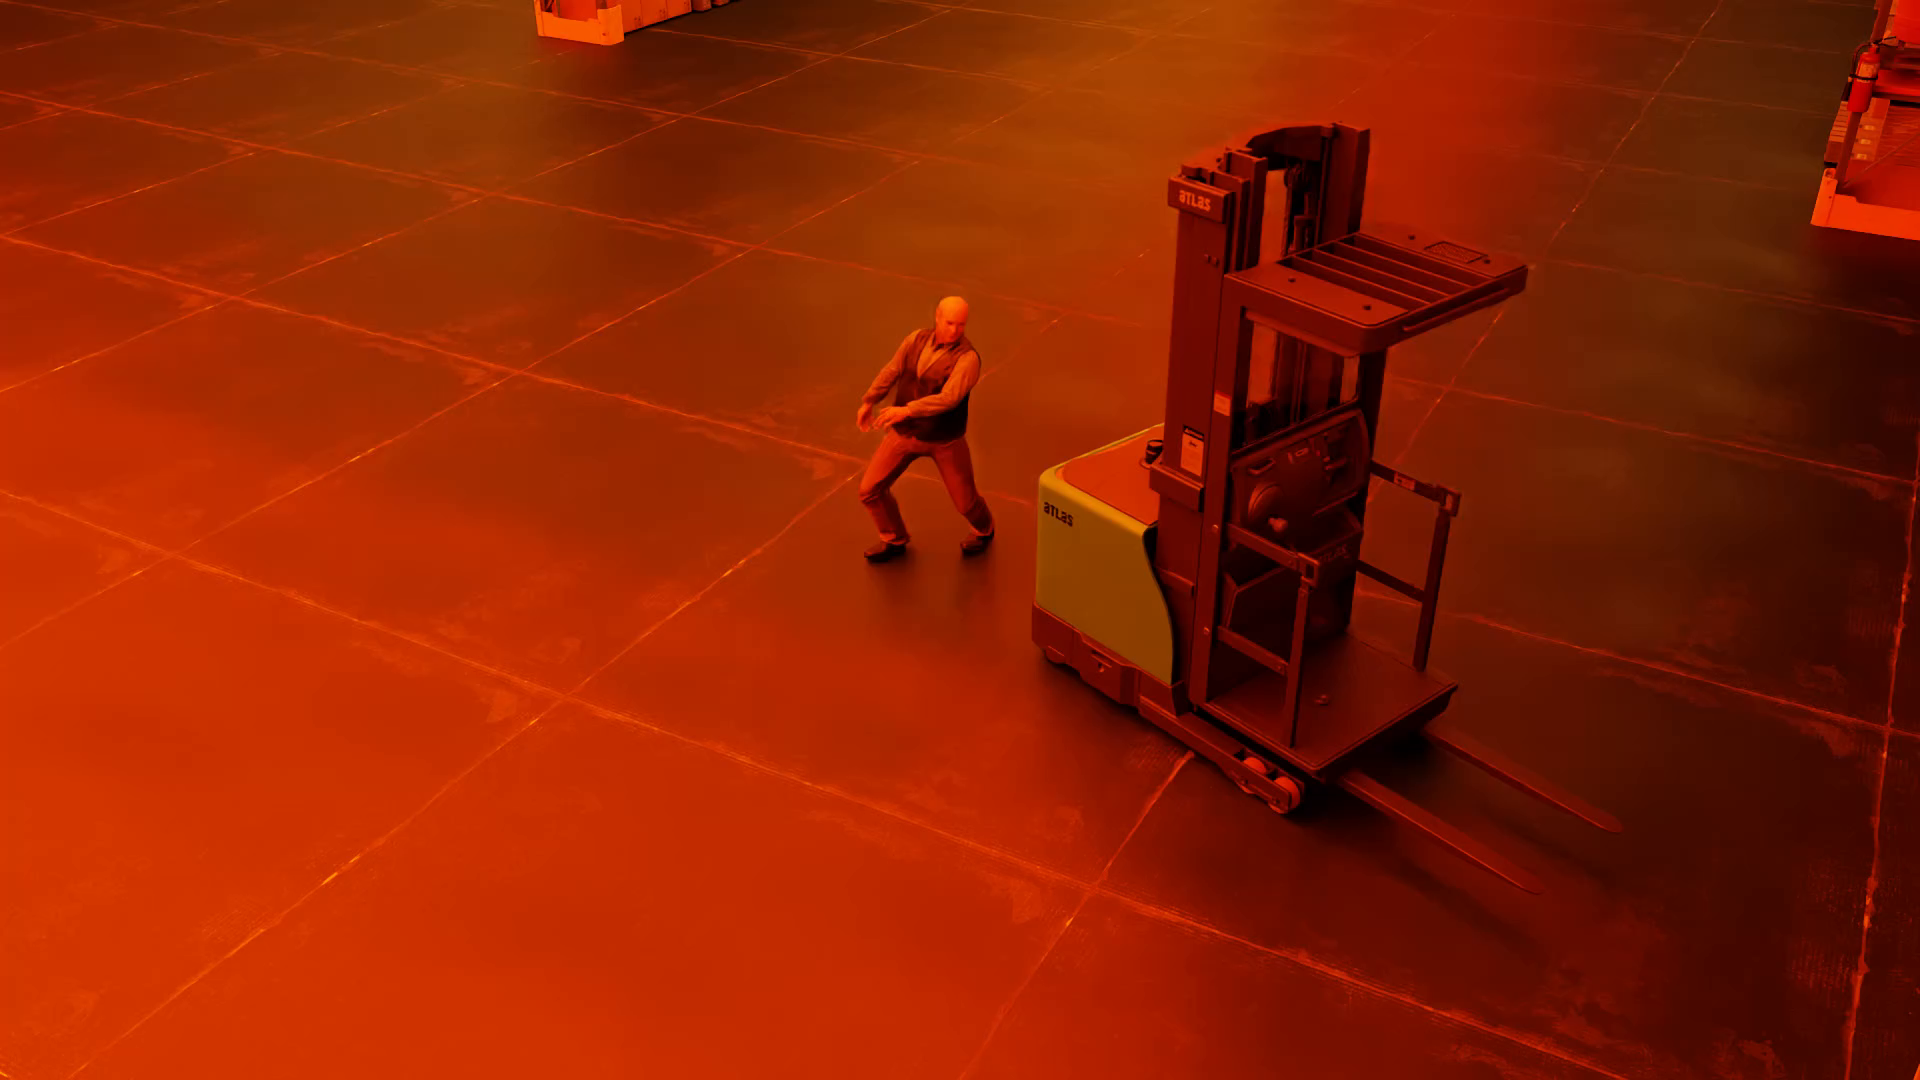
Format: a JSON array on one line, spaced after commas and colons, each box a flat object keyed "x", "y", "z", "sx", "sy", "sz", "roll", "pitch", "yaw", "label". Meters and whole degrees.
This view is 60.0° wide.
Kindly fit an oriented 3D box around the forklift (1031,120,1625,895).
[{"x": 1.714, "y": -0.275, "z": 7.548, "sx": 1.130, "sy": 2.935, "sz": 3.031, "roll": -23, "pitch": 37, "yaw": -34, "label": "forklift"}]

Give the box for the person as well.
[{"x": -0.265, "y": -0.604, "z": 9.443, "sx": 0.758, "sy": 1.608, "sz": 0.842, "roll": 14, "pitch": 33, "yaw": 23, "label": "person"}]
